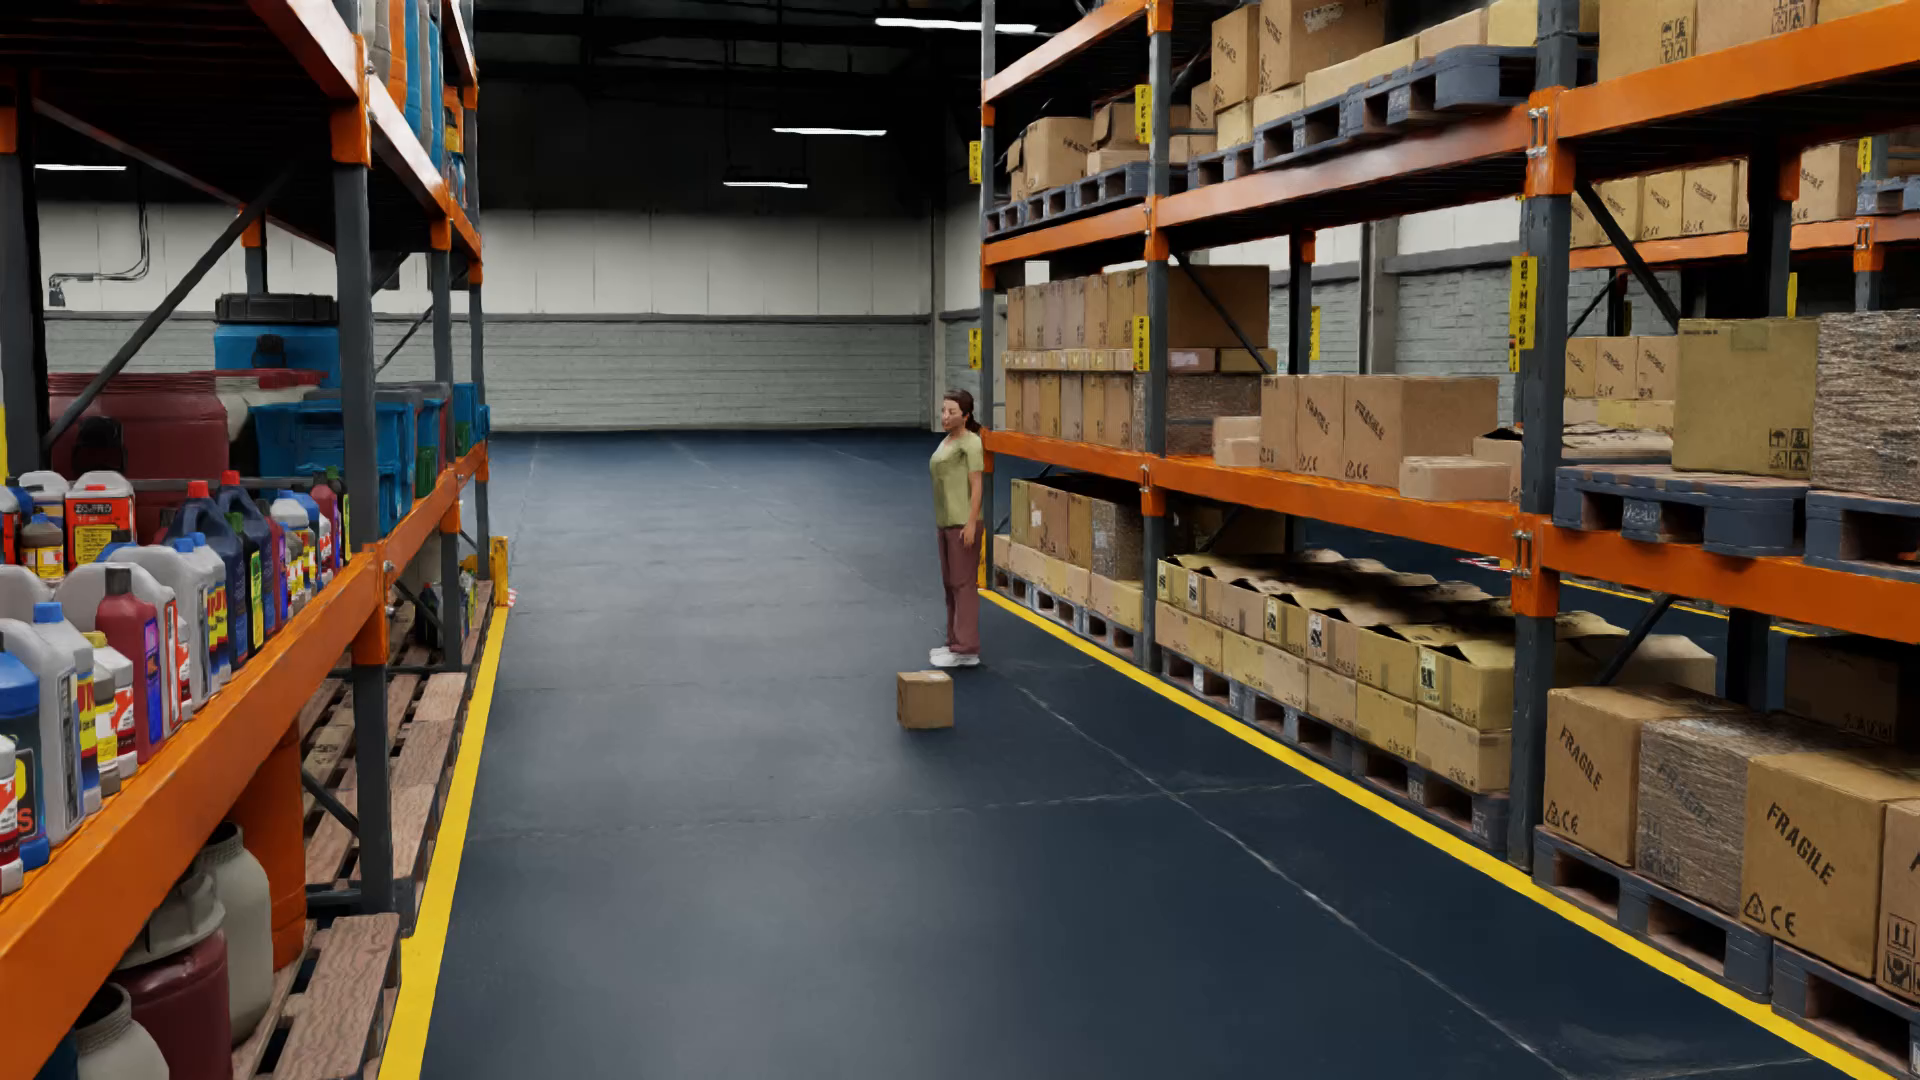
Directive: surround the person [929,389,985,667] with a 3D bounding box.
[{"bbox_3d":[-0.045,-0.075,10.111,0.358,1.680,0.525,-3,7,-22],"label":"person"}]
